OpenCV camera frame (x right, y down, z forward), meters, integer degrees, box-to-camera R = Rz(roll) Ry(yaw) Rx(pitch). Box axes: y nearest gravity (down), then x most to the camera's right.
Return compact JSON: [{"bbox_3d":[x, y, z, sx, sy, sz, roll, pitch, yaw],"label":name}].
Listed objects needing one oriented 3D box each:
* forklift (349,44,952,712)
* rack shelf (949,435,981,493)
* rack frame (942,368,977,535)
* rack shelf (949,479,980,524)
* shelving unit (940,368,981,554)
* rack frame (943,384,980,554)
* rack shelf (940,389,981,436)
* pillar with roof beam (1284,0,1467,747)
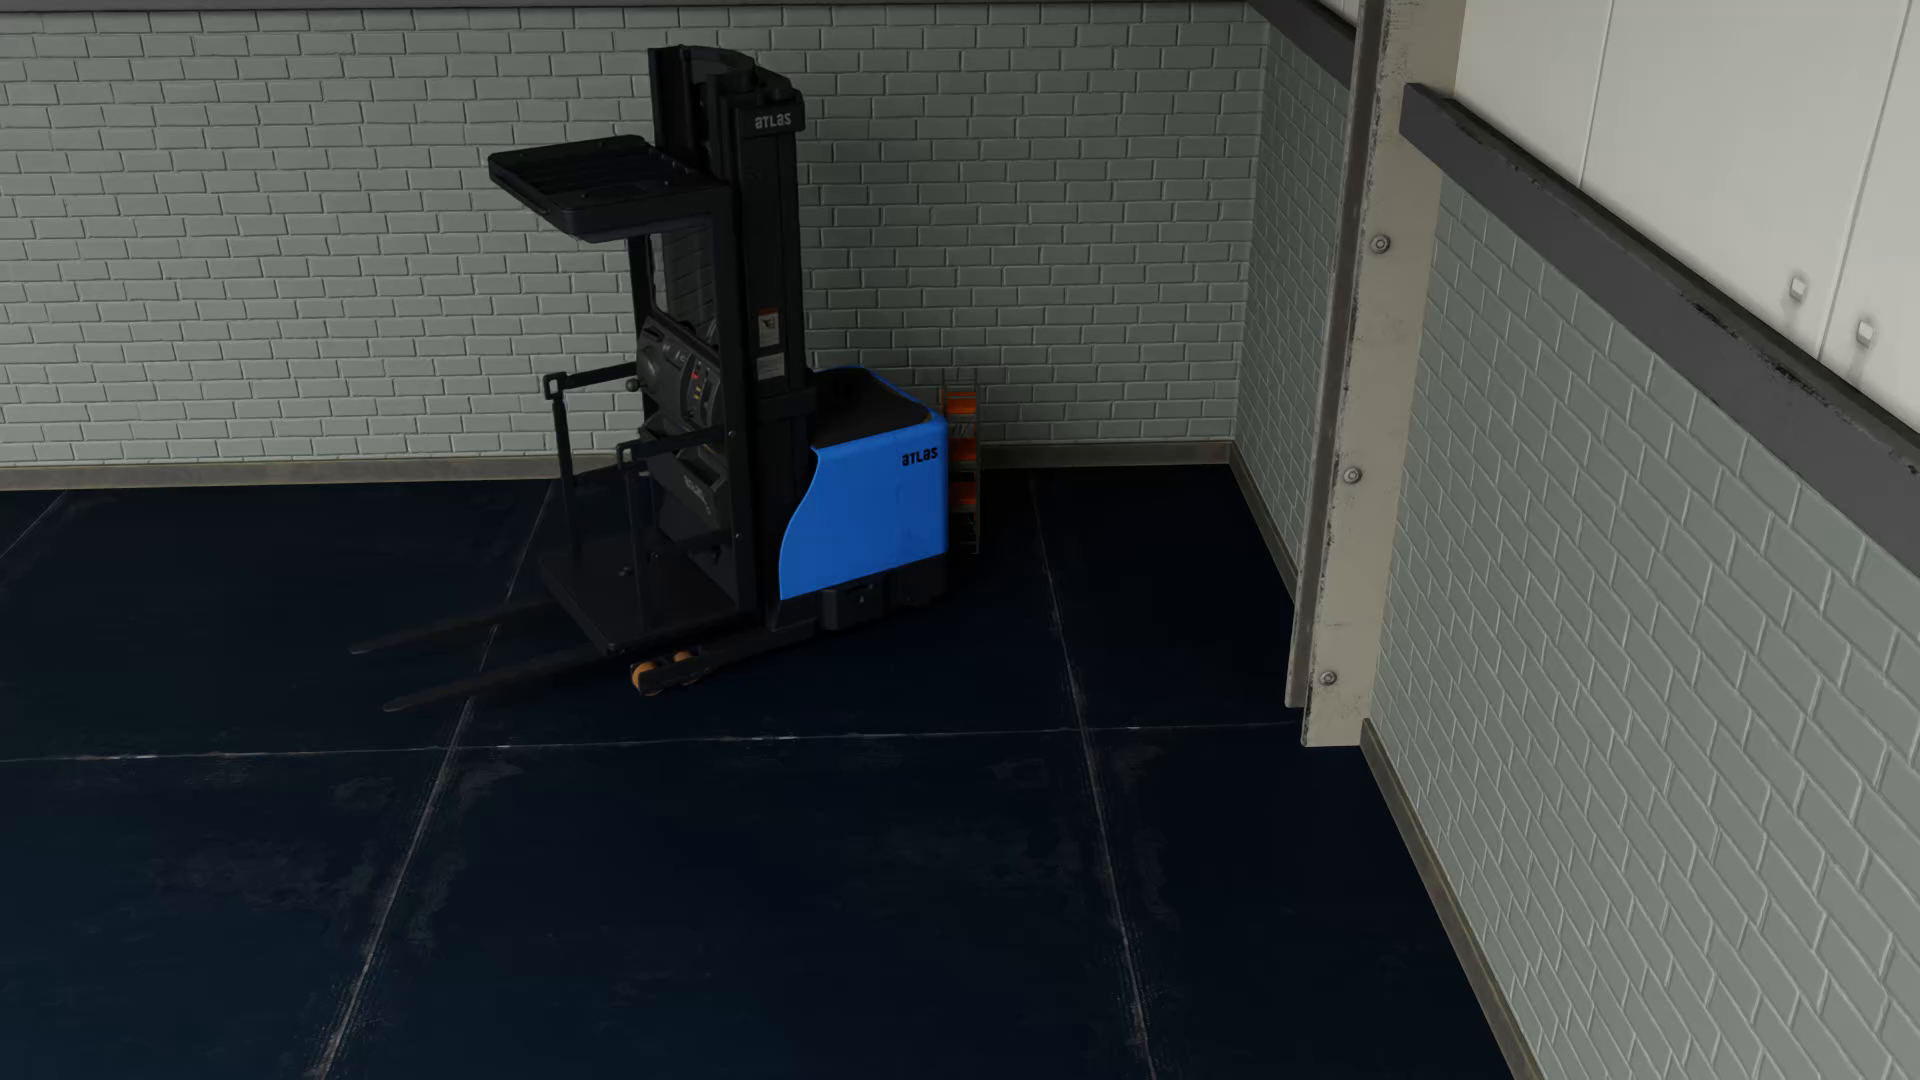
[{"bbox_3d":[-1.566,-0.804,8.122,3.031,2.935,1.130,-16,32,-28],"label":"forklift"},{"bbox_3d":[0.003,-0.431,9.465,0.215,0.259,0.240,-1,28,-3],"label":"rack shelf"},{"bbox_3d":[-0.004,-0.497,9.568,0.200,1.050,0.008,-1,28,-3],"label":"rack frame"},{"bbox_3d":[0.003,-0.185,9.593,0.215,0.259,0.240,-1,28,-3],"label":"rack shelf"},{"bbox_3d":[0.003,-0.441,9.460,0.215,1.050,0.252,-1,28,-3],"label":"shelving unit"},{"bbox_3d":[0.009,-0.384,9.352,0.200,1.050,0.008,-1,28,-3],"label":"rack frame"},{"bbox_3d":[0.003,-0.683,9.333,0.215,0.259,0.240,-1,28,-3],"label":"rack shelf"},{"bbox_3d":[-2.532,-3.003,5.776,9.100,9.000,0.400,-1,28,-3],"label":"pillar with roof beam"}]
